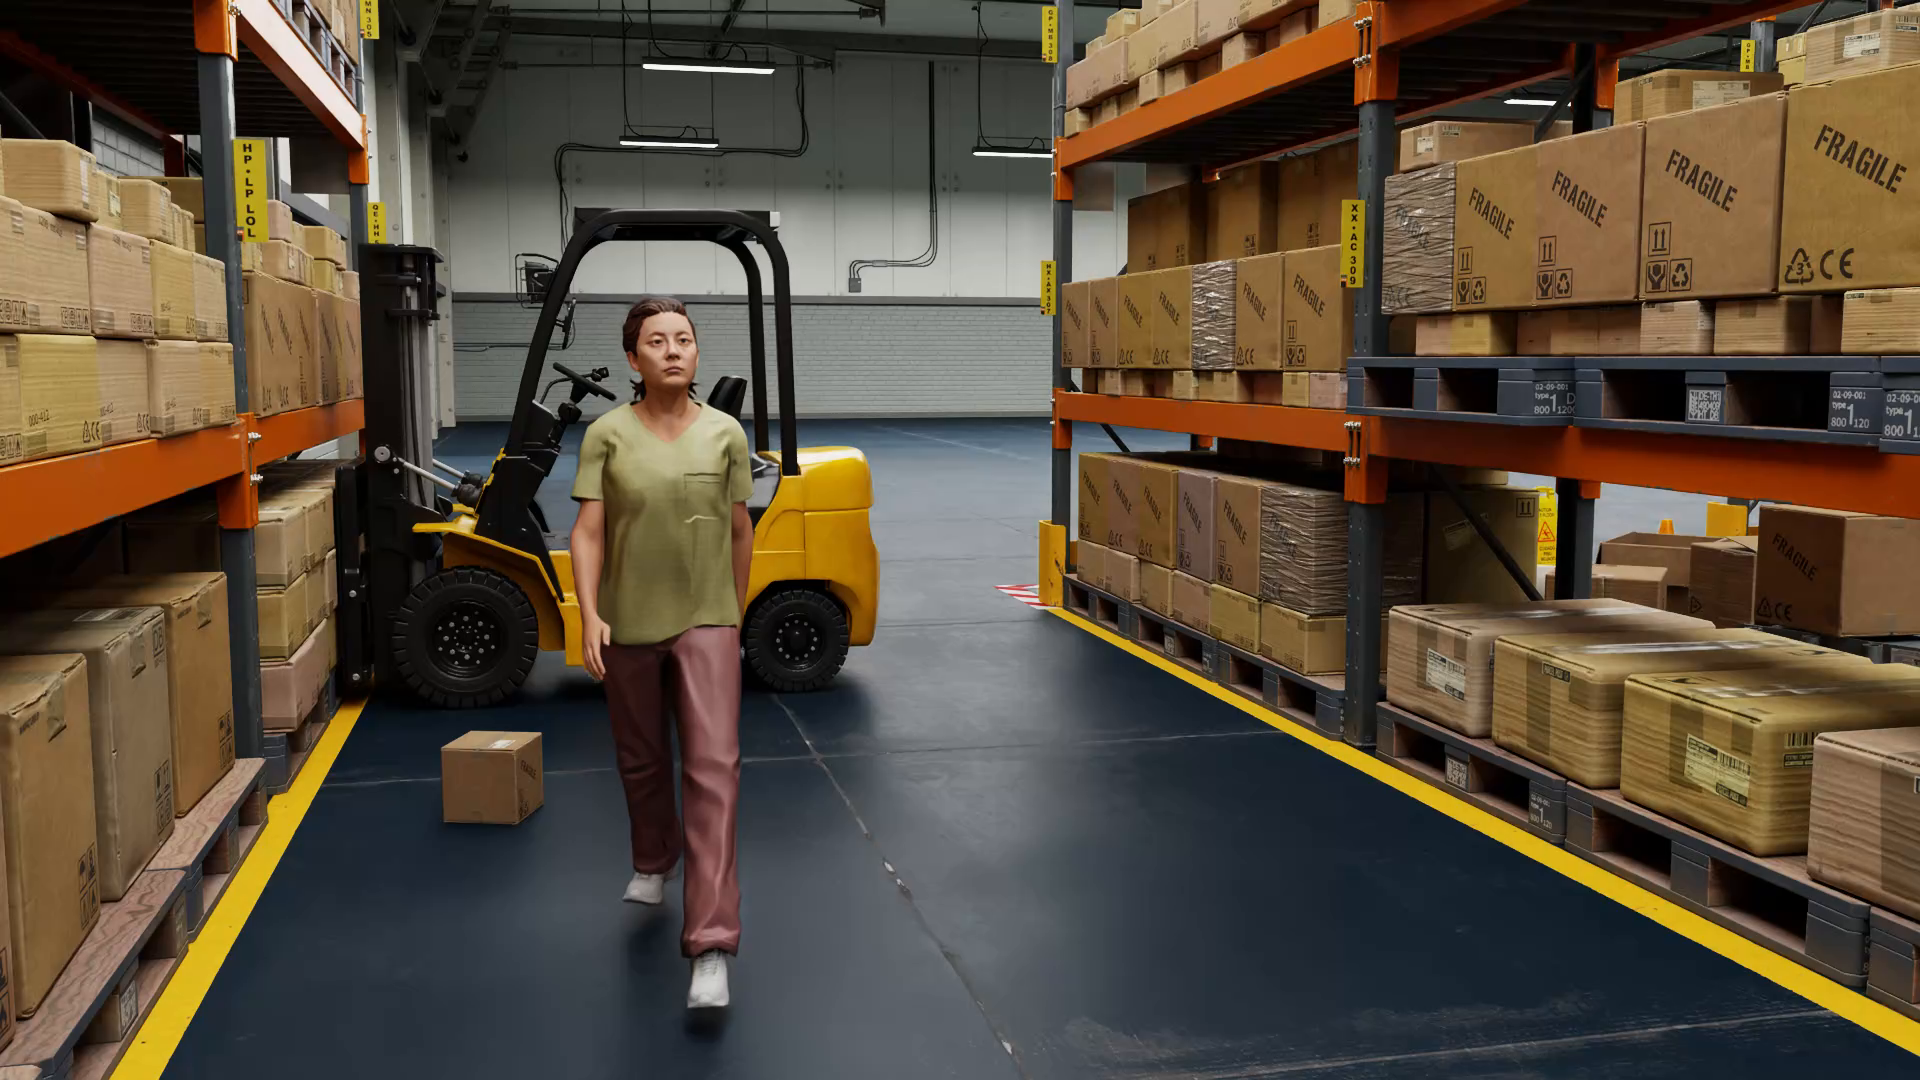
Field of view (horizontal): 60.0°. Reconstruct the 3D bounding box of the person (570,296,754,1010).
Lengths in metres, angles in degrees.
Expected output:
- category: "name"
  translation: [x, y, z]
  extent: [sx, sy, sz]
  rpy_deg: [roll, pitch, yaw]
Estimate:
- category: "person"
  translation: [-0.724, 0.215, 4.063]
  extent: [0.439, 1.606, 1.037]
  rpy_deg: [-1, 6, -6]
